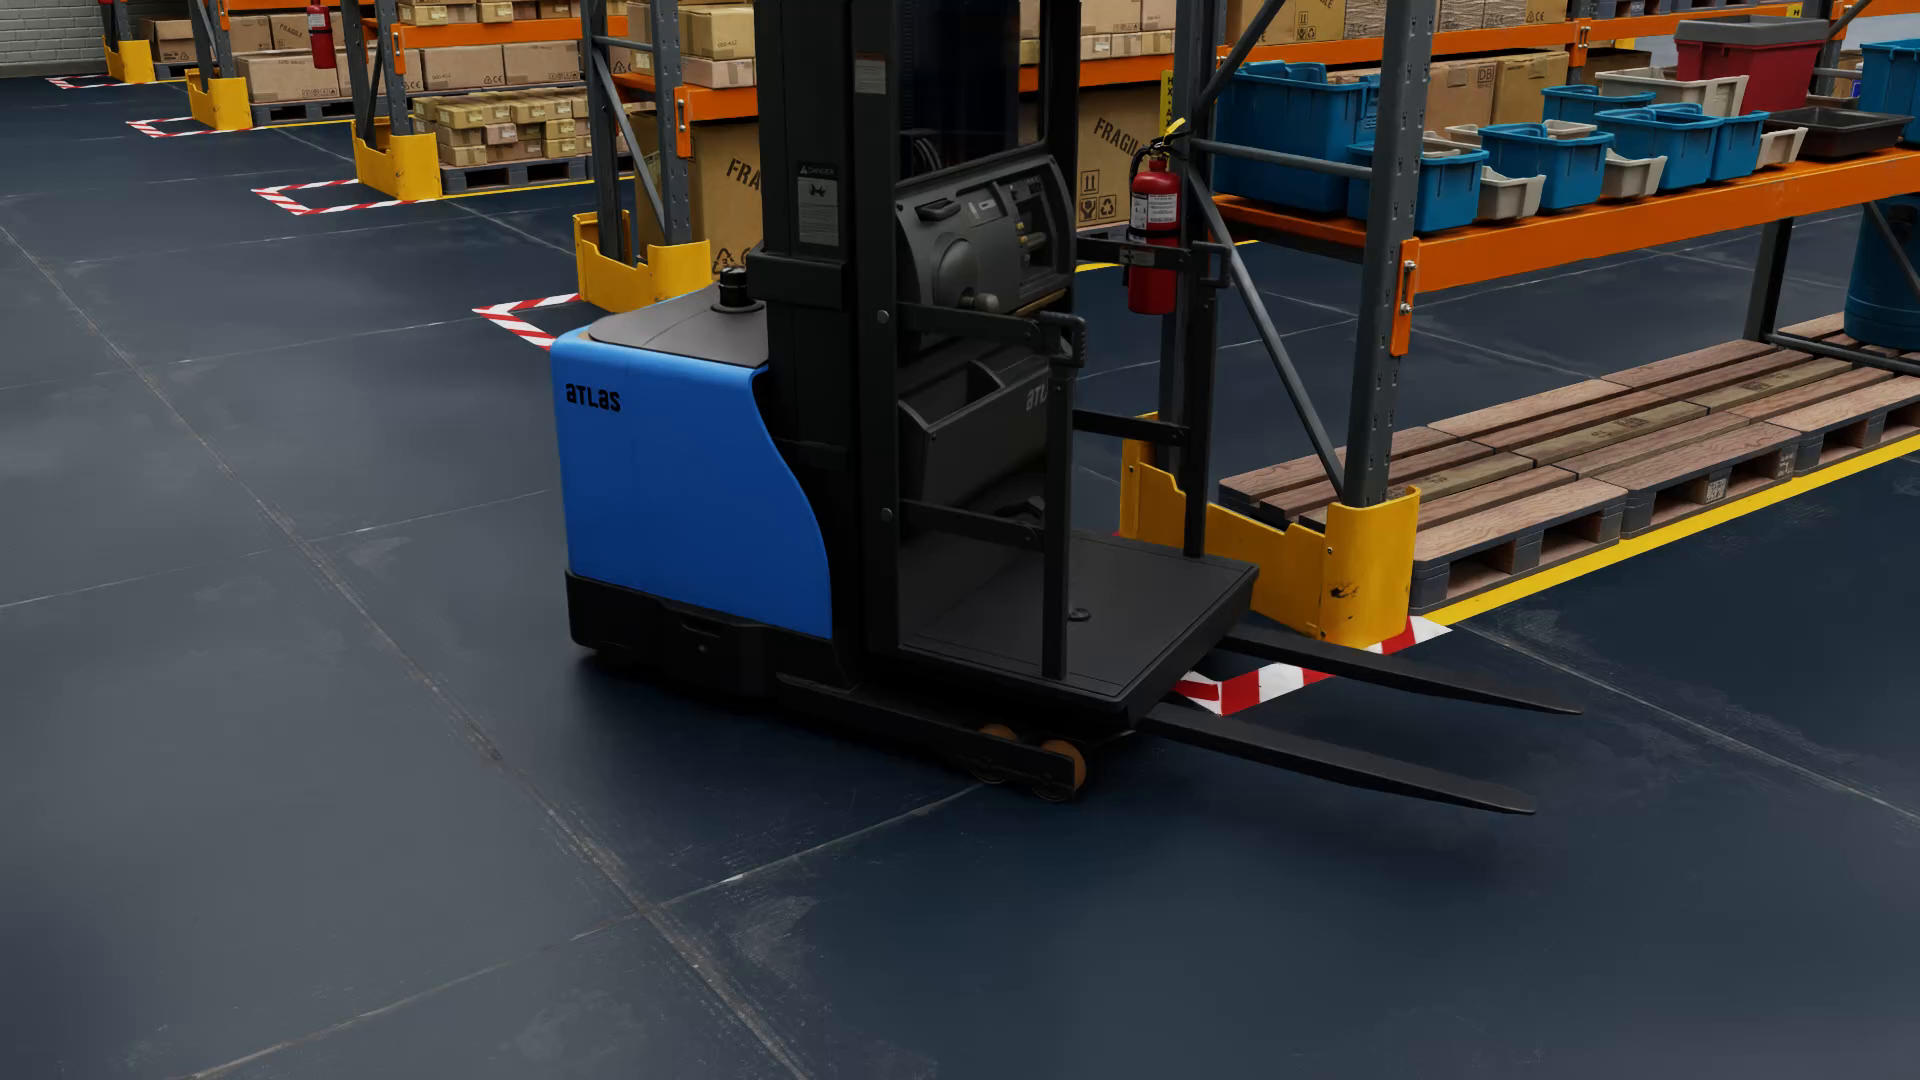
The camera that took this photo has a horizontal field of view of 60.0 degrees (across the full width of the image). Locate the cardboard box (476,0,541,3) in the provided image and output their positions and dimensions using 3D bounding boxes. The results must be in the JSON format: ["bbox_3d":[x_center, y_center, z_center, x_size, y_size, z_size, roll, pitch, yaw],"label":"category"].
[{"bbox_3d":[-3.692,-4.564,13.251,0.500,0.500,0.500,-15,26,-33],"label":"cardboard box"}]

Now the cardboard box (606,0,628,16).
[{"bbox_3d":[-2.947,-4.450,13.840,0.250,0.149,0.380,-14,26,-31],"label":"cardboard box"}]

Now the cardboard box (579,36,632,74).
[{"bbox_3d":[-3.907,-5.942,19.539,0.875,0.875,0.875,-14,26,-31],"label":"cardboard box"}]

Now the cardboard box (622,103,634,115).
[{"bbox_3d":[-2.957,-3.691,14.077,0.250,0.149,0.380,-14,26,-32],"label":"cardboard box"}]

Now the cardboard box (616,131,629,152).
[{"bbox_3d":[-2.987,-3.401,14.153,0.250,0.149,0.380,-16,27,-35],"label":"cardboard box"}]

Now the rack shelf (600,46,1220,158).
[{"bbox_3d":[-0.200,-2.827,10.404,4.000,0.370,1.077,-15,26,-33],"label":"rack shelf"}]

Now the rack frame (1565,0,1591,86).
[{"bbox_3d":[4.671,-4.460,13.525,0.127,3.000,1.000,-15,26,-33],"label":"rack frame"}]

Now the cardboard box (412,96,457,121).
[{"bbox_3d":[-4.356,-3.580,13.798,0.250,0.149,0.380,-15,26,-32],"label":"cardboard box"}]

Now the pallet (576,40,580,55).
[{"bbox_3d":[-5.636,-7.226,24.219,1.213,0.211,1.003,-15,26,-33],"label":"pallet"}]

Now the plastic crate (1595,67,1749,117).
[{"bbox_3d":[2.969,-1.802,6.943,0.530,0.282,0.437,-15,26,-33],"label":"plastic crate"}]

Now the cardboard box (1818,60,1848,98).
[{"bbox_3d":[8.266,-4.434,16.267,0.500,0.500,0.500,-16,27,-34],"label":"cardboard box"}]

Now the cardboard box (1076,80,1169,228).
[{"bbox_3d":[0.841,-2.683,11.374,0.875,0.875,0.875,-15,26,-33],"label":"cardboard box"}]

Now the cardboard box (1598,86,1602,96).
[{"bbox_3d":[5.203,-3.654,14.285,0.500,0.500,0.700,-17,27,-36],"label":"cardboard box"}]

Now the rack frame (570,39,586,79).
[{"bbox_3d":[-4.364,-6.575,18.827,0.127,3.000,1.000,-15,26,-33],"label":"rack frame"}]

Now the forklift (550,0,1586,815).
[{"bbox_3d":[0.268,-0.864,4.608,3.031,2.935,1.130,12,25,27],"label":"forklift"}]

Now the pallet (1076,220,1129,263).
[{"bbox_3d":[0.761,-2.158,11.519,1.213,0.211,1.003,-15,26,-33],"label":"pallet"}]

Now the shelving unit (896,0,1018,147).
[{"bbox_3d":[-0.126,-0.944,5.929,0.503,2.100,0.431,-16,27,-34],"label":"shelving unit"}]

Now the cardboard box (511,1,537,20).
[{"bbox_3d":[-3.621,-4.304,13.474,0.250,0.149,0.380,-14,25,-30],"label":"cardboard box"}]

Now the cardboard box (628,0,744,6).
[{"bbox_3d":[-1.581,-3.329,9.482,0.500,0.500,0.500,-15,26,-32],"label":"cardboard box"}]

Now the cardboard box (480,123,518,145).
[{"bbox_3d":[-3.807,-3.330,13.572,0.250,0.149,0.380,-15,26,-33],"label":"cardboard box"}]

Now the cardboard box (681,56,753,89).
[{"bbox_3d":[-1.342,-2.589,9.176,0.250,0.149,0.380,-15,26,-32],"label":"cardboard box"}]

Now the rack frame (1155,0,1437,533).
[{"bbox_3d":[1.070,-1.238,5.451,0.127,3.000,1.000,-15,26,-33],"label":"rack frame"}]

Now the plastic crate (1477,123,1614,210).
[{"bbox_3d":[1.997,-1.285,5.714,0.300,0.233,0.416,-15,26,-33],"label":"plastic crate"}]

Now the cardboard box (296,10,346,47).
[{"bbox_3d":[-8.402,-6.738,22.041,0.500,0.500,0.700,-16,27,-35],"label":"cardboard box"}]

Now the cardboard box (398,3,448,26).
[{"bbox_3d":[-4.183,-4.097,12.955,0.250,0.149,0.380,-15,26,-33],"label":"cardboard box"}]

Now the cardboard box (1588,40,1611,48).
[{"bbox_3d":[7.838,-6.747,21.557,0.875,0.875,0.875,-15,26,-33],"label":"cardboard box"}]

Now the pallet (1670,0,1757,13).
[{"bbox_3d":[6.254,-4.811,14.665,1.213,0.211,1.003,-15,26,-33],"label":"pallet"}]

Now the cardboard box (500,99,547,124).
[{"bbox_3d":[-3.581,-3.512,13.629,0.250,0.149,0.380,-15,26,-33],"label":"cardboard box"}]

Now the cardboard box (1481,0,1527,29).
[{"bbox_3d":[4.007,-4.219,12.786,0.500,0.500,0.500,-15,26,-33],"label":"cardboard box"}]

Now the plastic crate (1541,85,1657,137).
[{"bbox_3d":[2.587,-1.710,6.779,0.300,0.233,0.416,-15,26,-33],"label":"plastic crate"}]

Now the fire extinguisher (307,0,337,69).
[{"bbox_3d":[-5.112,-4.117,13.275,0.183,0.674,0.296,-15,26,-33],"label":"fire extinguisher"}]

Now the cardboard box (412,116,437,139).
[{"bbox_3d":[-4.376,-3.451,13.877,0.250,0.149,0.380,-16,27,-34],"label":"cardboard box"}]

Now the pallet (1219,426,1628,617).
[{"bbox_3d":[1.762,-0.110,6.386,1.213,0.211,1.003,-15,26,-33],"label":"pallet"}]

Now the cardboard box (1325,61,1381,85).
[{"bbox_3d":[2.657,-3.140,12.519,0.875,0.875,1.225,-16,27,-35],"label":"cardboard box"}]

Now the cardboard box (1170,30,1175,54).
[{"bbox_3d":[1.368,-3.313,10.990,0.250,0.149,0.380,-15,26,-33],"label":"cardboard box"}]

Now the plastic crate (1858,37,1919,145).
[{"bbox_3d":[4.137,-1.921,7.103,0.575,0.384,0.392,-15,26,-33],"label":"plastic crate"}]

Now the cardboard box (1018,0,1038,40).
[{"bbox_3d":[0.386,-3.265,10.331,0.500,0.250,0.500,-14,26,-32],"label":"cardboard box"}]

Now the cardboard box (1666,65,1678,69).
[{"bbox_3d":[7.009,-4.145,15.515,0.500,0.500,0.700,-15,26,-33],"label":"cardboard box"}]

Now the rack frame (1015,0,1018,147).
[{"bbox_3d":[0.068,-0.999,6.066,0.015,2.100,0.400,-16,27,-34],"label":"rack frame"}]

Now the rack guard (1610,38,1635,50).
[{"bbox_3d":[8.370,-6.550,22.135,0.348,0.500,1.175,-15,26,-33],"label":"rack guard"}]

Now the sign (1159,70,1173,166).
[{"bbox_3d":[0.735,-1.476,5.827,0.005,0.325,0.100,-15,26,-33],"label":"sign"}]

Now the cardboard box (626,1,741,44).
[{"bbox_3d":[-1.585,-2.981,9.621,0.500,0.250,0.500,-15,26,-34],"label":"cardboard box"}]

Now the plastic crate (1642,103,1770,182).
[{"bbox_3d":[2.775,-1.492,6.234,0.300,0.233,0.416,-15,26,-33],"label":"plastic crate"}]

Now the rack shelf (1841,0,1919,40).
[{"bbox_3d":[9.541,-5.424,16.913,4.000,0.370,1.077,-15,26,-33],"label":"rack shelf"}]

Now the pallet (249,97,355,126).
[{"bbox_3d":[-7.007,-4.611,17.667,1.213,0.211,1.003,-15,26,-33],"label":"pallet"}]

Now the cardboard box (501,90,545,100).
[{"bbox_3d":[-3.735,-3.749,14.220,0.250,0.149,0.380,-16,27,-35],"label":"cardboard box"}]

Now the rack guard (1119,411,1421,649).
[{"bbox_3d":[1.058,-0.068,5.892,0.348,0.500,1.175,-15,26,-33],"label":"rack guard"}]

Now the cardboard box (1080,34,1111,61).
[{"bbox_3d":[0.742,-3.146,10.571,0.250,0.149,0.380,-14,26,-32],"label":"cardboard box"}]

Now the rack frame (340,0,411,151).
[{"bbox_3d":[-4.638,-4.242,12.980,0.127,3.000,1.000,-15,26,-33],"label":"rack frame"}]

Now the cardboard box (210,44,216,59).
[{"bbox_3d":[-9.593,-6.257,21.309,0.250,0.149,0.380,-16,27,-35],"label":"cardboard box"}]

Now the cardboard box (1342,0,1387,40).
[{"bbox_3d":[2.757,-3.882,11.942,0.500,0.500,0.500,-16,27,-34],"label":"cardboard box"}]

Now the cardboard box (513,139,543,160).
[{"bbox_3d":[-3.663,-3.267,13.817,0.250,0.149,0.380,-15,26,-32],"label":"cardboard box"}]

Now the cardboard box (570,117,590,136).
[{"bbox_3d":[-3.229,-3.518,14.044,0.250,0.149,0.380,-16,27,-35],"label":"cardboard box"}]

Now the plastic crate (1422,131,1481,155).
[{"bbox_3d":[1.869,-1.433,6.214,0.243,0.136,0.396,-15,26,-33],"label":"plastic crate"}]

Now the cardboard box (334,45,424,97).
[{"bbox_3d":[-6.395,-5.088,17.990,0.875,0.438,0.875,-14,26,-31],"label":"cardboard box"}]

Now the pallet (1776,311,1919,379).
[{"bbox_3d":[4.967,-0.963,8.525,1.213,0.211,1.003,-15,26,-33],"label":"pallet"}]
